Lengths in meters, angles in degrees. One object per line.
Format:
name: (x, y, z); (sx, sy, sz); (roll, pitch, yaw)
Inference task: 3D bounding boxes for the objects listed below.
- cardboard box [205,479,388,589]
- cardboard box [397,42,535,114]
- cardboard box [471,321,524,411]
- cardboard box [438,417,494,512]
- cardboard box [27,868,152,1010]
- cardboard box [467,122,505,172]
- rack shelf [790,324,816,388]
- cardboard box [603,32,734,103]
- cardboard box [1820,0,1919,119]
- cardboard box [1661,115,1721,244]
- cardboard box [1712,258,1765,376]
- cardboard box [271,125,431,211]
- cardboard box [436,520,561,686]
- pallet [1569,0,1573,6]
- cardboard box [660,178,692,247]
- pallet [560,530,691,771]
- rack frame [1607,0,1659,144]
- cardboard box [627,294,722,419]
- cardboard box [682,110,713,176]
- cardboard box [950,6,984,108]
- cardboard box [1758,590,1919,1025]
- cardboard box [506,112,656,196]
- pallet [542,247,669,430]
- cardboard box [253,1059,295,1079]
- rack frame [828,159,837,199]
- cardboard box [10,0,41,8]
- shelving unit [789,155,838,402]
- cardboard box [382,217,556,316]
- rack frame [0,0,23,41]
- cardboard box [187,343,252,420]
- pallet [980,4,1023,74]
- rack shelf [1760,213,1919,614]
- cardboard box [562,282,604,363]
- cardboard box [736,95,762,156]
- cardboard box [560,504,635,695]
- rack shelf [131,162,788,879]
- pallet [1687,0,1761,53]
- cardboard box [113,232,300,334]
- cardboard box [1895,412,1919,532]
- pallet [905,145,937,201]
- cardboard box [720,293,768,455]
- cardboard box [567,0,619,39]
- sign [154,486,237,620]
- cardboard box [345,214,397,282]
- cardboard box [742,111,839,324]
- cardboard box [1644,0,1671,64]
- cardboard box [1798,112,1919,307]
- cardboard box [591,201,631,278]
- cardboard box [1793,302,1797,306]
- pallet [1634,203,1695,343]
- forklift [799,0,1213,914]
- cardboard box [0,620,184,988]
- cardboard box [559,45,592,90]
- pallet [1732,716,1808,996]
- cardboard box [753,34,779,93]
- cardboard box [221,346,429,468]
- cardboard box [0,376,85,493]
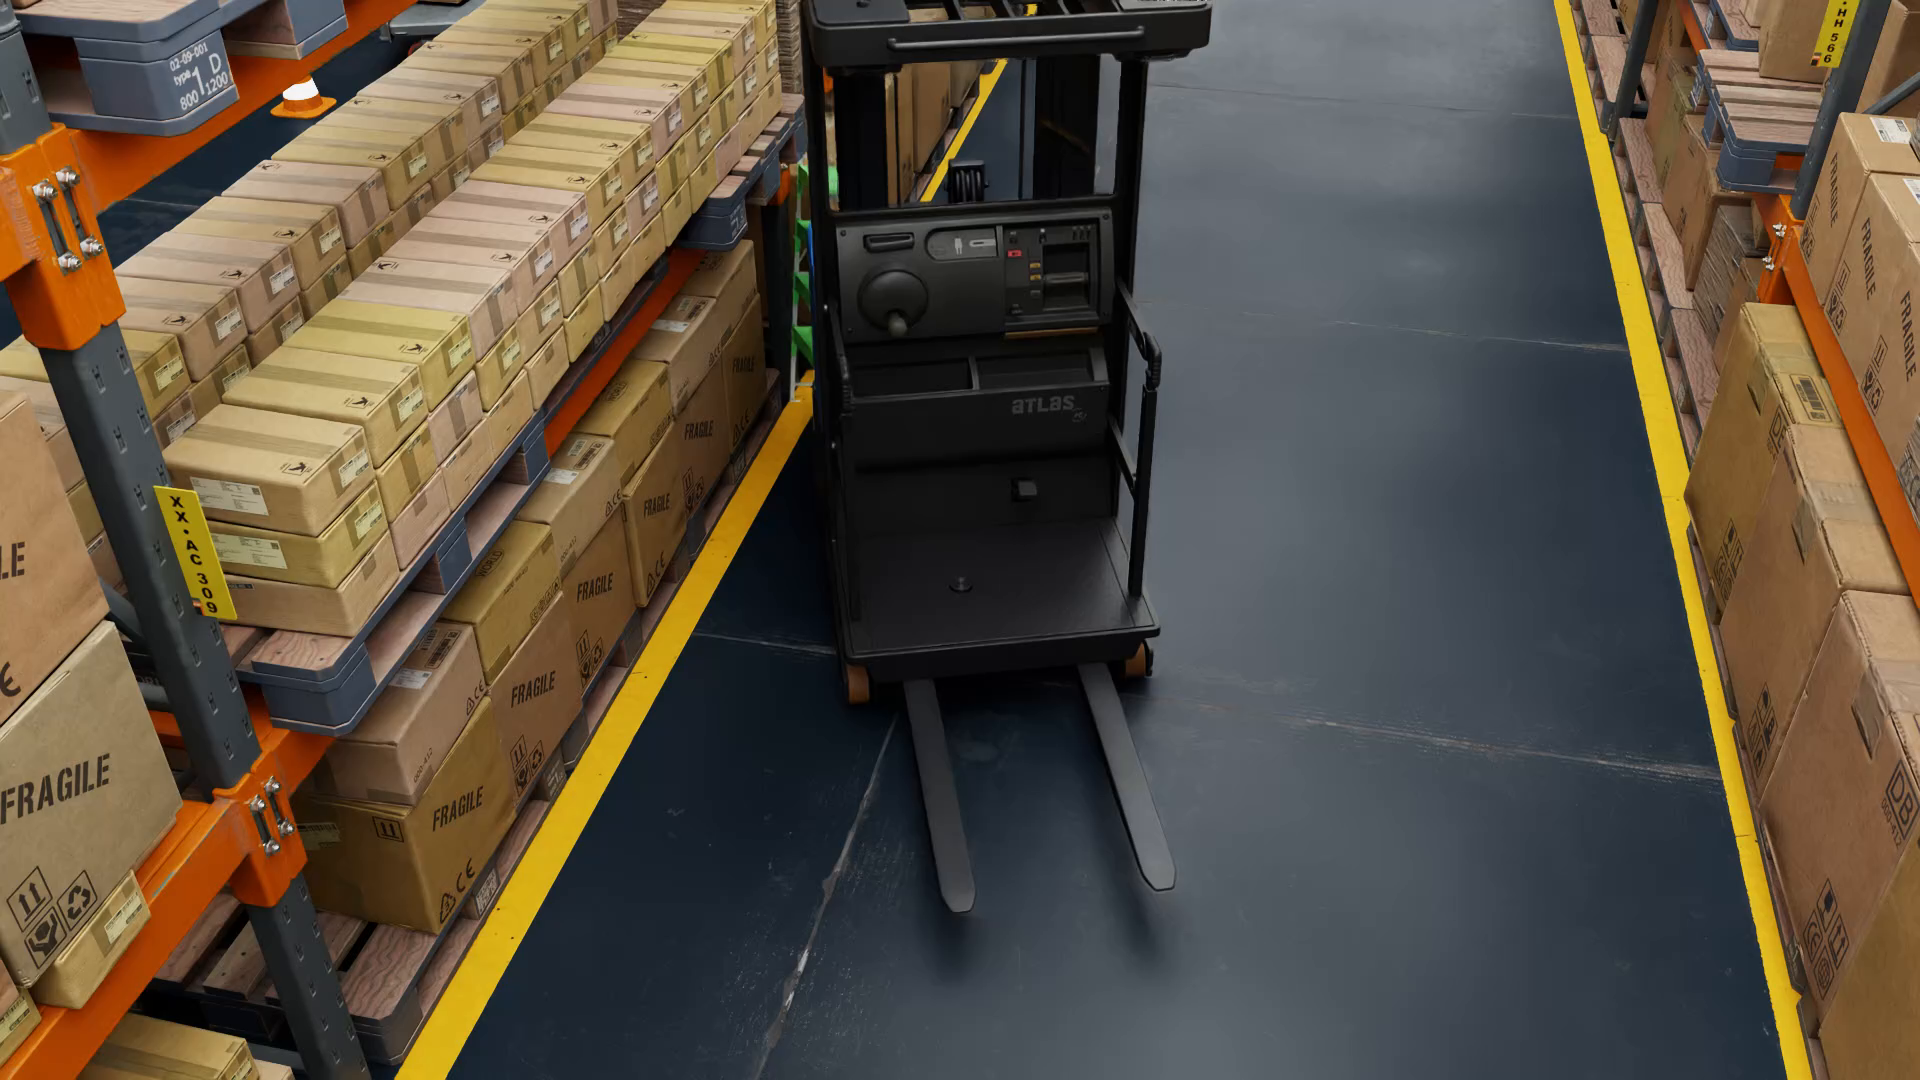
cardboard box: (-1.569, -0.040, 3.853); (0.380, 0.149, 0.250); (8, 37, 11)
cardboard box: (-1.705, -1.599, 5.750); (0.380, 0.149, 0.250); (6, 36, 8)
cardboard box: (-1.406, -0.486, 4.468); (0.380, 0.149, 0.250); (6, 36, 8)
cardboard box: (-1.459, -0.223, 4.357); (0.380, 0.149, 0.250); (8, 37, 10)
cardboard box: (-1.884, 0.773, 3.342); (0.380, 0.149, 0.250); (6, 36, 9)
cardboard box: (-1.765, -1.317, 5.614); (0.380, 0.149, 0.250); (7, 37, 10)
rack shelf: (-0.569, -0.814, 7.323); (0.258, 0.148, 0.480); (-4, 25, -18)
cardboard box: (-1.017, -1.654, 5.825); (0.380, 0.149, 0.250); (8, 37, 11)
cardboard box: (3.652, -1.822, 6.265); (0.500, 0.500, 0.500); (3, 36, 4)
cardboard box: (4.038, -1.815, 8.454); (0.700, 0.500, 0.500); (4, 36, 6)
cardboard box: (3.699, -0.850, 7.122); (0.700, 0.500, 0.500); (5, 36, 8)
cardboard box: (-1.873, -1.149, 5.129); (0.380, 0.149, 0.250); (7, 36, 9)
cardboard box: (-1.576, 0.159, 5.108); (0.500, 0.250, 0.500); (8, 37, 11)
pallet: (5.060, -4.250, 12.433); (1.003, 0.211, 1.213); (7, 37, 10)
cardboard box: (-1.127, -1.118, 5.593); (0.380, 0.149, 0.250); (6, 36, 8)
pallet: (-1.680, 0.297, 6.160); (1.003, 0.211, 1.213); (7, 37, 10)
rack frame: (4.430, -3.590, 9.148); (1.000, 3.000, 0.127); (7, 37, 10)
cardboard box: (-1.236, -0.722, 6.324); (0.500, 0.250, 0.500); (8, 37, 11)
cardboard box: (-1.072, -1.377, 5.697); (0.380, 0.149, 0.250); (7, 37, 10)
cardboard box: (-0.439, -3.162, 10.116); (1.050, 0.750, 0.750); (7, 37, 10)
cardboard box: (3.028, 0.805, 4.537); (1.225, 0.875, 0.875); (6, 36, 8)
cardboard box: (-1.184, -1.206, 5.208); (0.380, 0.149, 0.250); (9, 37, 12)
pallet: (-1.631, -0.759, 5.405); (1.003, 0.211, 1.213); (7, 37, 10)
cardboard box: (-1.860, 1.401, 4.079); (0.380, 0.149, 0.250); (8, 37, 11)
rack frame: (-0.470, -0.995, 6.992); (0.240, 1.200, 0.015); (-4, 25, -18)
cardboard box: (-1.915, -1.312, 3.005); (0.700, 0.500, 0.500); (7, 37, 10)
shelving unit: (-0.546, -1.092, 7.203); (0.258, 1.200, 0.503); (-4, 25, -18)
cardboard box: (-1.349, -0.758, 4.589); (0.380, 0.149, 0.250); (7, 37, 10)
rack frame: (-2.103, -2.113, 1.997); (1.000, 3.000, 0.127); (7, 37, 10)
cardboard box: (-2.100, -0.418, 4.374); (0.380, 0.149, 0.250); (9, 37, 12)
pallet: (-0.155, -3.567, 11.492); (1.003, 0.211, 1.213); (7, 37, 10)
rack shelf: (3.148, 0.141, 4.613); (1.077, 0.370, 4.000); (7, 37, 10)
cardboard box: (-1.296, -0.669, 4.974); (0.380, 0.149, 0.250); (7, 36, 9)
cardboard box: (-0.960, -1.563, 6.206); (0.380, 0.149, 0.250); (7, 37, 10)
cardboard box: (-1.476, 0.163, 5.742); (0.500, 0.500, 0.500); (8, 37, 11)
rack shelf: (-1.676, -0.539, 5.550); (1.077, 0.370, 4.000); (7, 37, 10)
pallet: (3.958, -2.359, 7.613); (1.003, 0.211, 1.213); (7, 37, 10)
cardboard box: (-2.038, -0.700, 4.509); (0.380, 0.149, 0.250); (7, 37, 10)
cardboard box: (2.883, -0.217, 4.408); (0.500, 0.500, 0.500); (7, 37, 10)
pallet: (-0.744, -1.988, 9.312); (1.003, 0.211, 1.213); (7, 37, 10)
cardboard box: (-1.134, -0.725, 6.966); (0.500, 0.500, 0.500); (7, 37, 10)
cardboard box: (-1.537, -2.043, 6.362); (0.380, 0.149, 0.250); (7, 37, 10)
sign: (-1.571, 0.030, 3.415); (0.100, 0.325, 0.005); (7, 37, 10)
cardboard box: (-1.933, -0.881, 5.013); (0.380, 0.149, 0.250); (7, 37, 10)
cardboard box: (-1.031, -1.574, 7.924); (1.050, 0.750, 0.750); (7, 36, 9)
cardboard box: (4.669, -3.302, 10.522); (0.500, 0.500, 0.500); (19, 40, 24)
cardboard box: (3.206, -1.093, 5.617); (0.500, 0.500, 0.500); (8, 37, 11)
cardboard box: (-1.237, -0.937, 5.090); (0.380, 0.149, 0.250); (7, 36, 9)
cardboard box: (3.689, -1.155, 6.903); (0.500, 0.250, 0.500); (9, 37, 12)
pallet: (4.007, -1.313, 8.382); (1.003, 0.211, 1.213); (7, 37, 10)
forklift: (0.089, -0.822, 5.387); (1.130, 2.935, 3.031); (-5, 36, -7)
cardboard box: (-1.930, 0.468, 3.209); (0.500, 0.500, 0.500); (7, 37, 10)
cardboard box: (-1.604, -1.758, 6.222); (0.380, 0.149, 0.250); (9, 37, 12)
pallet: (3.071, 0.972, 5.229); (1.003, 0.211, 1.213); (7, 37, 10)
cardboard box: (-0.909, -1.825, 6.315); (0.380, 0.149, 0.250); (8, 37, 11)
cardboard box: (-1.516, -0.322, 3.987); (0.380, 0.149, 0.250); (8, 37, 11)
cardboard box: (-2.208, -0.247, 3.884); (0.380, 0.149, 0.250); (9, 37, 12)
